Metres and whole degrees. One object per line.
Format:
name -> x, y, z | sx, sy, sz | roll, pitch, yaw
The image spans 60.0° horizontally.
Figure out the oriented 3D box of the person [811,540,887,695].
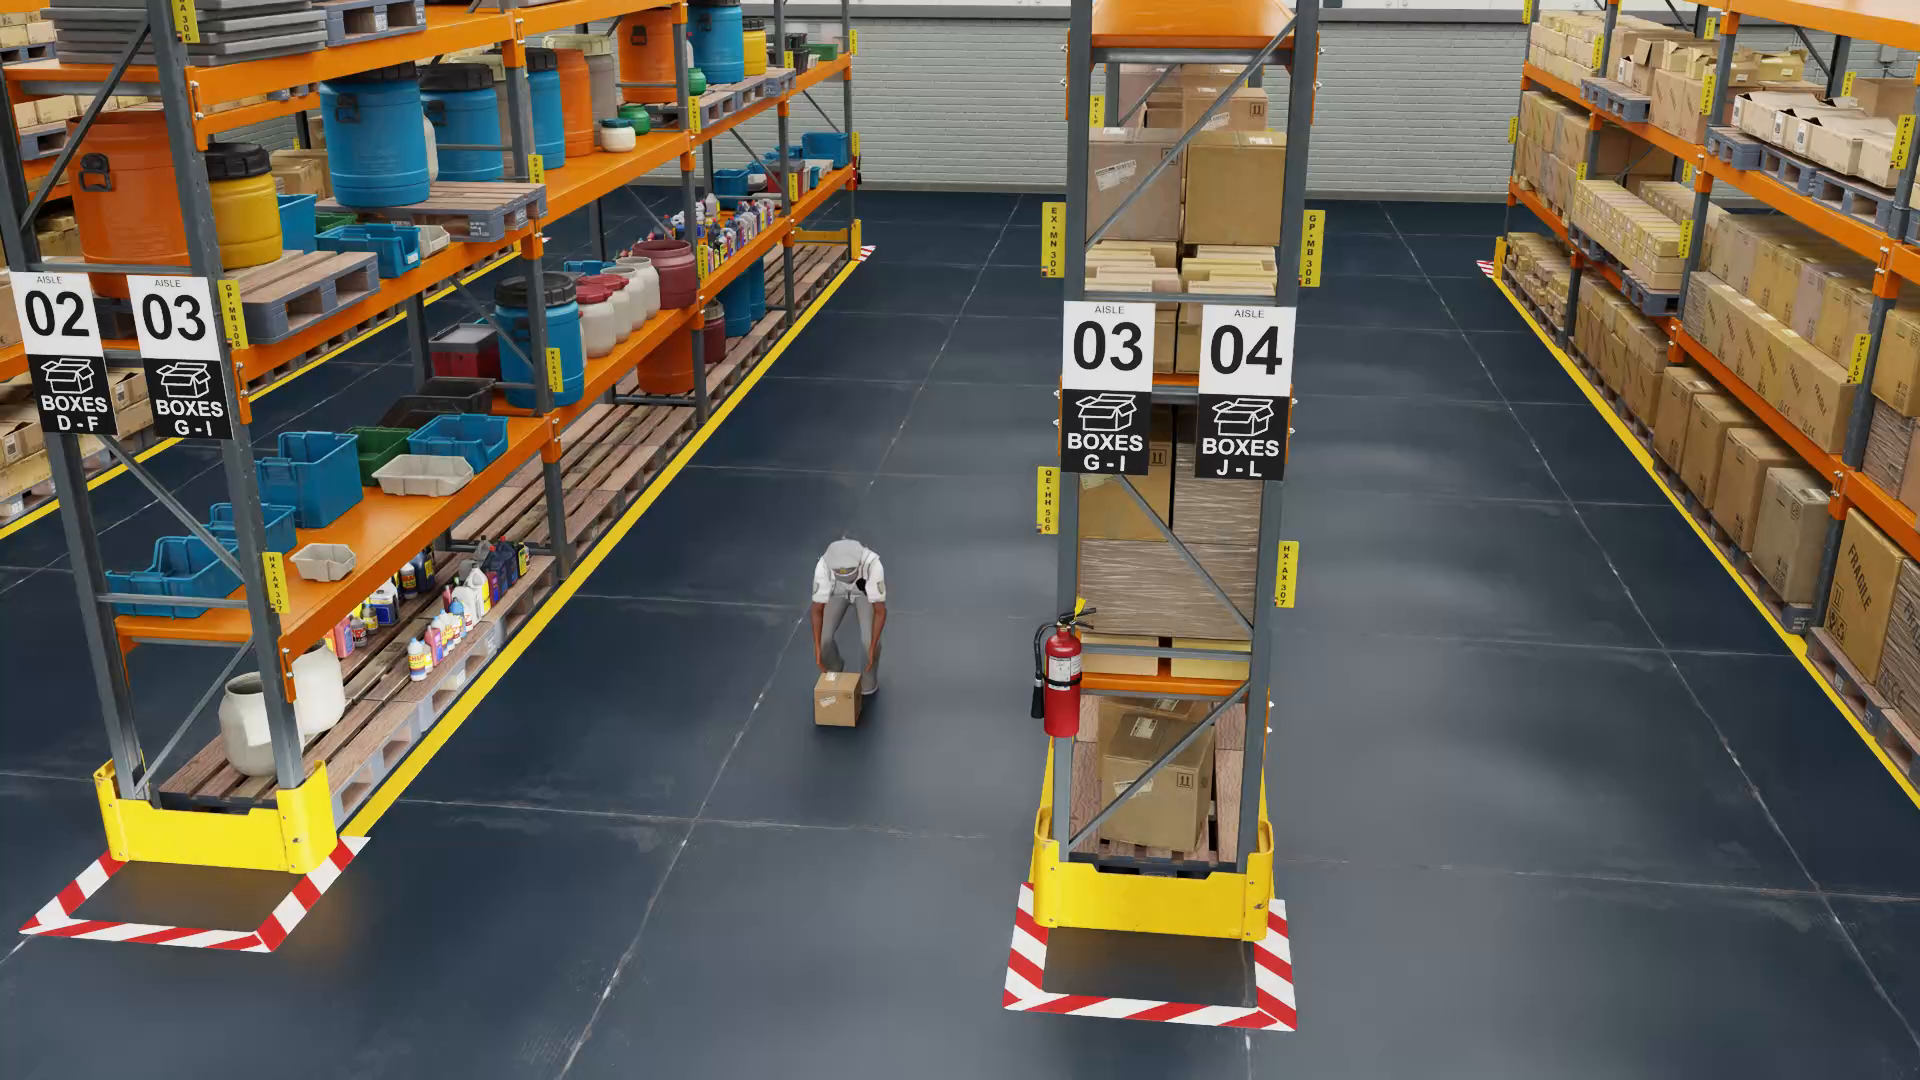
person -> -0.694, 0.454, 10.656 | 0.498, 1.135, 0.820 | 2, 21, 6
